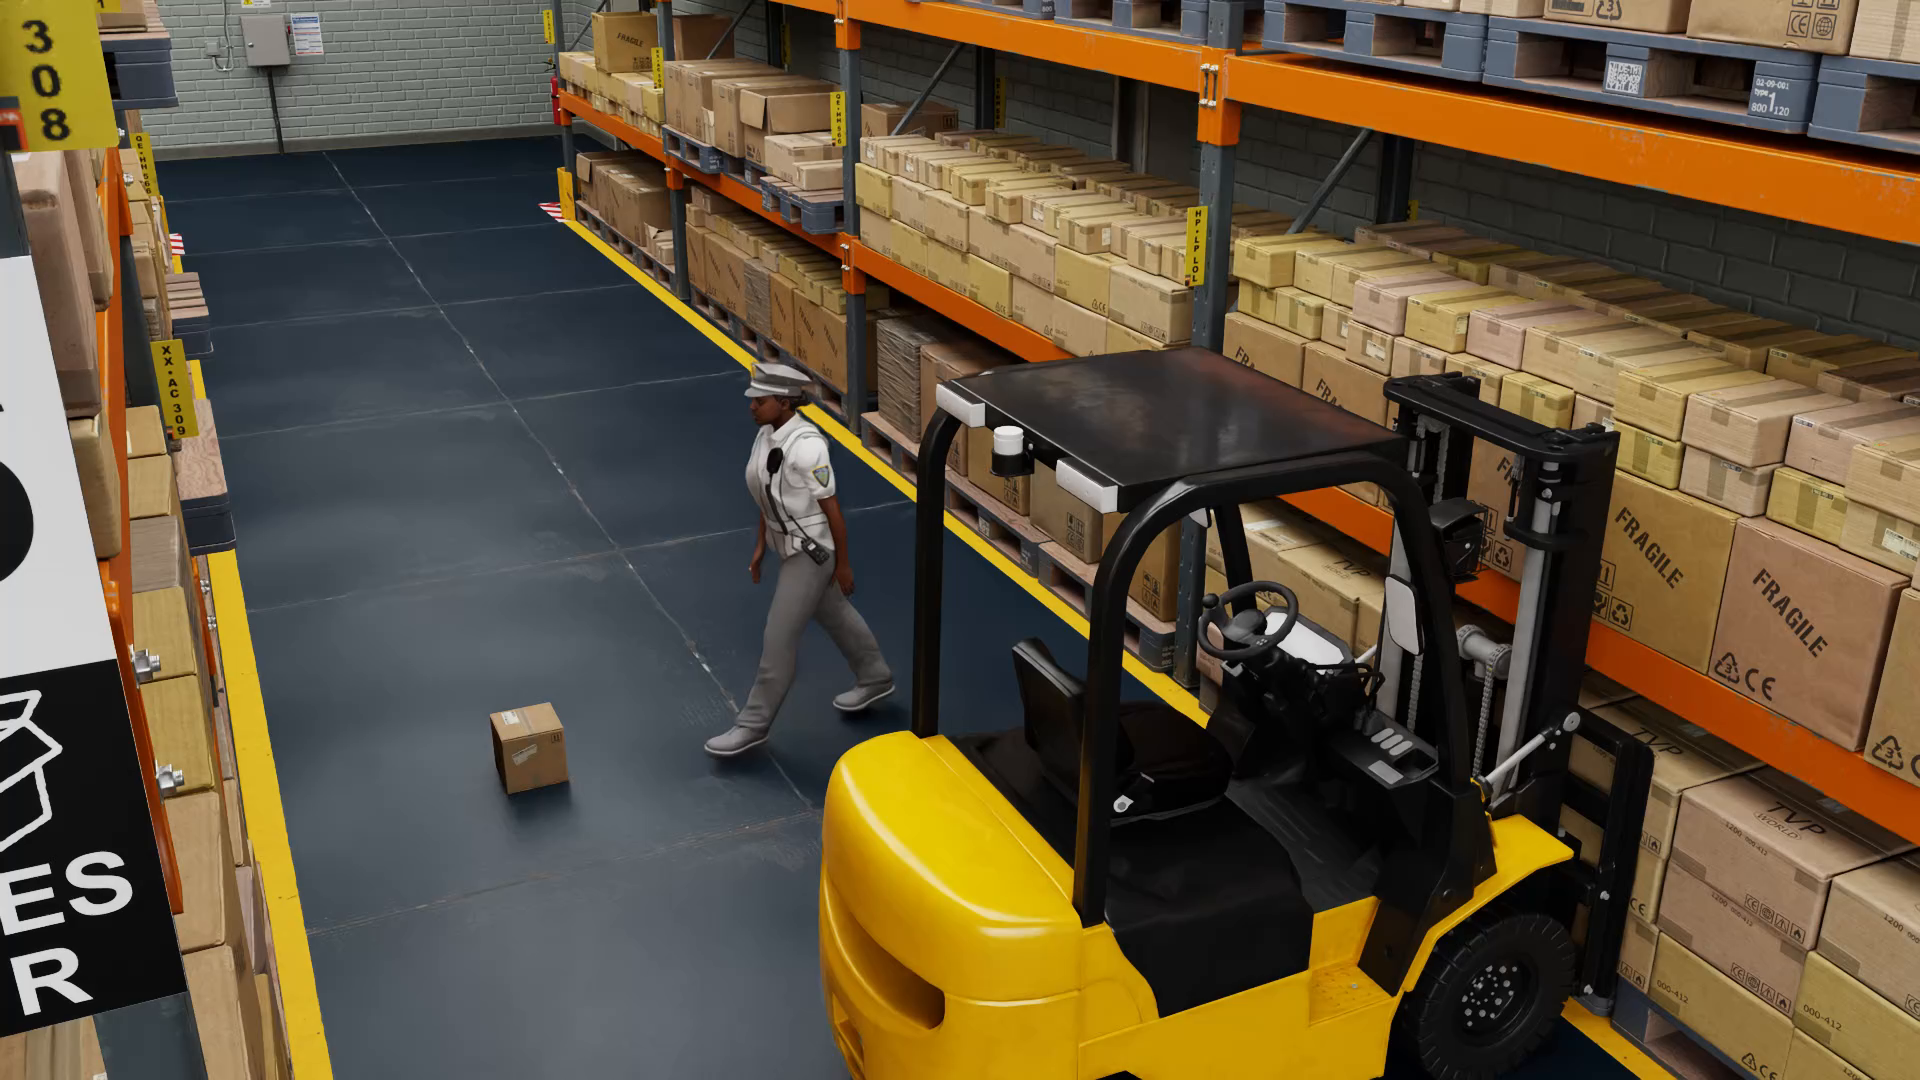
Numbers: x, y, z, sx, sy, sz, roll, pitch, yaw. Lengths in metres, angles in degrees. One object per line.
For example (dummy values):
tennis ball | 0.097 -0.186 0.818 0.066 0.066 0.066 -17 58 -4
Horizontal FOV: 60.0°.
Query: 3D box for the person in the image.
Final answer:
person | -0.705 0.036 6.941 0.936 1.627 0.453 -10 24 -23
